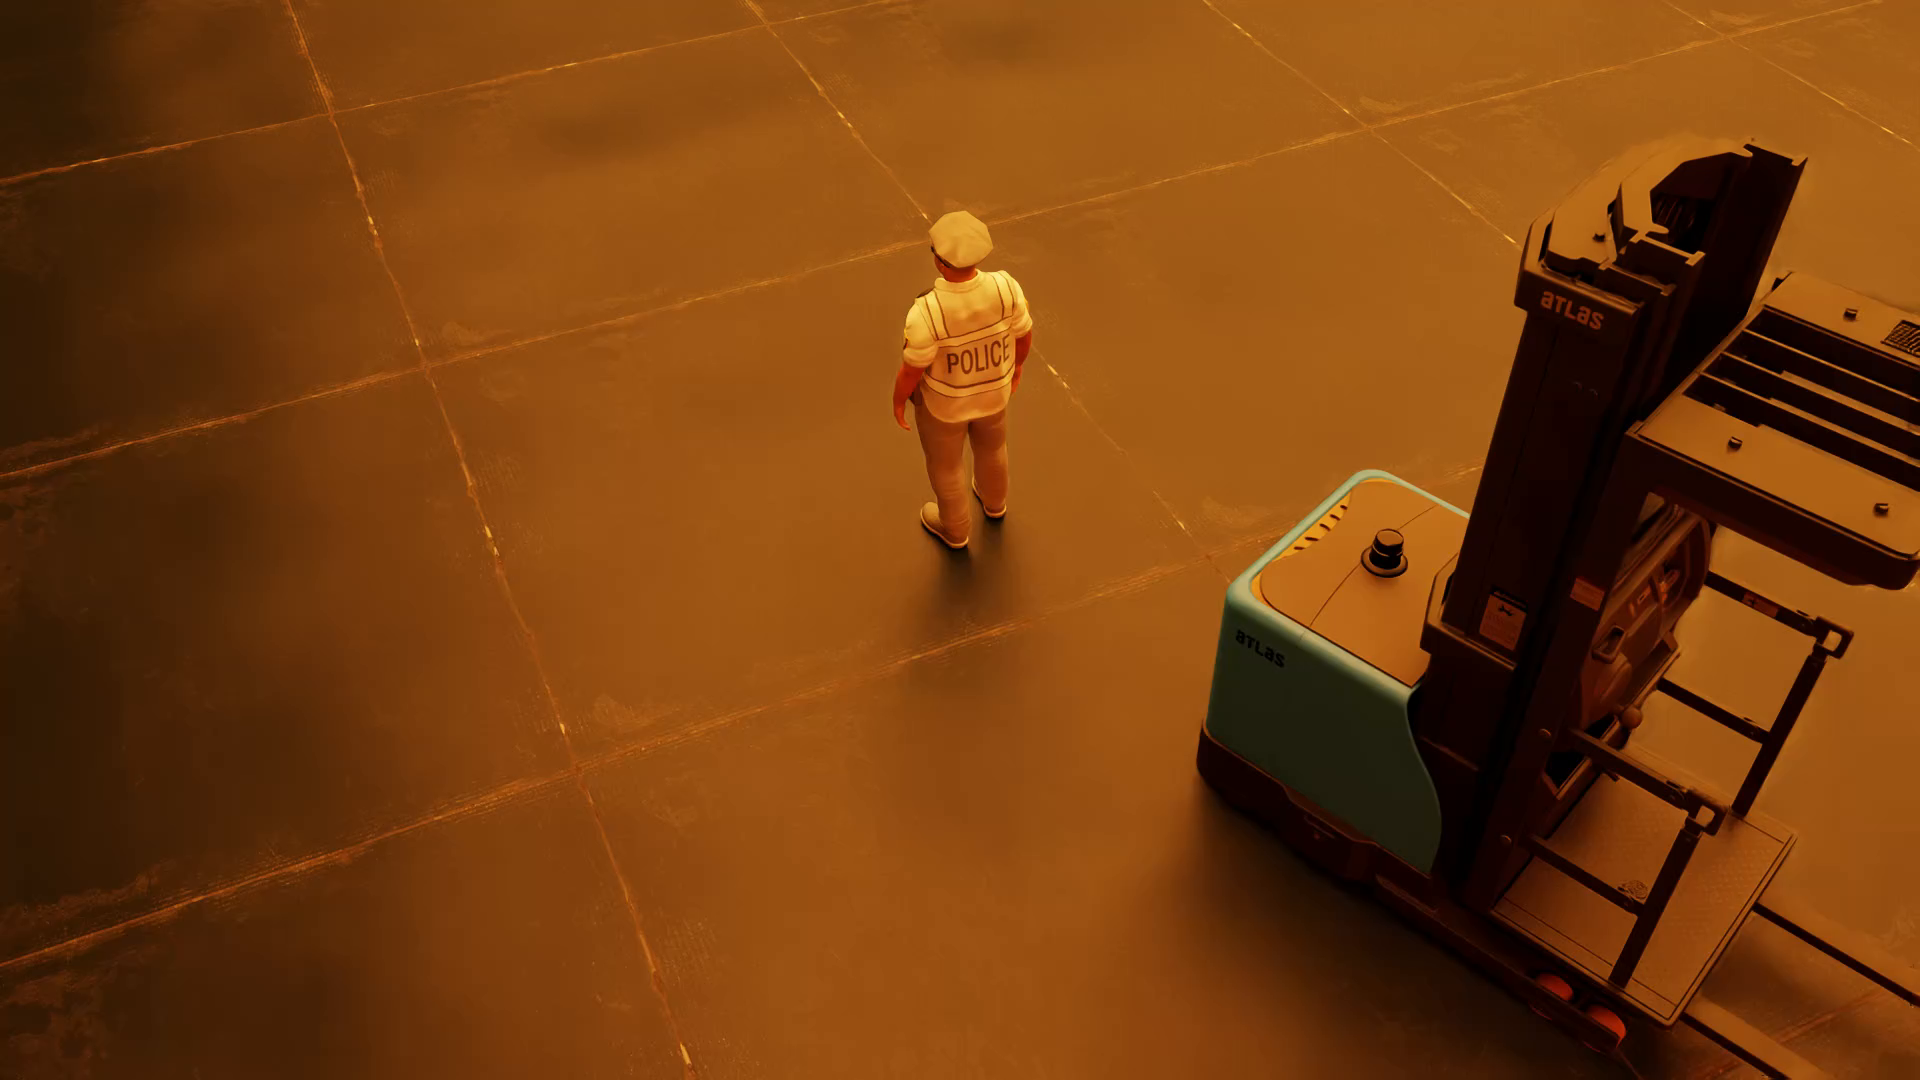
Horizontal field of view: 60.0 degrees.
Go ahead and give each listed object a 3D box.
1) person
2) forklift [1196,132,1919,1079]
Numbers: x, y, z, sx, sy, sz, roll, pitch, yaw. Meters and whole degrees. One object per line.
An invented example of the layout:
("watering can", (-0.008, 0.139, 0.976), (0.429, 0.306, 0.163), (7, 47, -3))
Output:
("person", (-0.023, -0.709, 7.270), (0.641, 1.781, 0.574), (-18, 46, -18))
("forklift", (2.387, 0.329, 5.328), (3.031, 2.935, 1.130), (32, 52, 30))
